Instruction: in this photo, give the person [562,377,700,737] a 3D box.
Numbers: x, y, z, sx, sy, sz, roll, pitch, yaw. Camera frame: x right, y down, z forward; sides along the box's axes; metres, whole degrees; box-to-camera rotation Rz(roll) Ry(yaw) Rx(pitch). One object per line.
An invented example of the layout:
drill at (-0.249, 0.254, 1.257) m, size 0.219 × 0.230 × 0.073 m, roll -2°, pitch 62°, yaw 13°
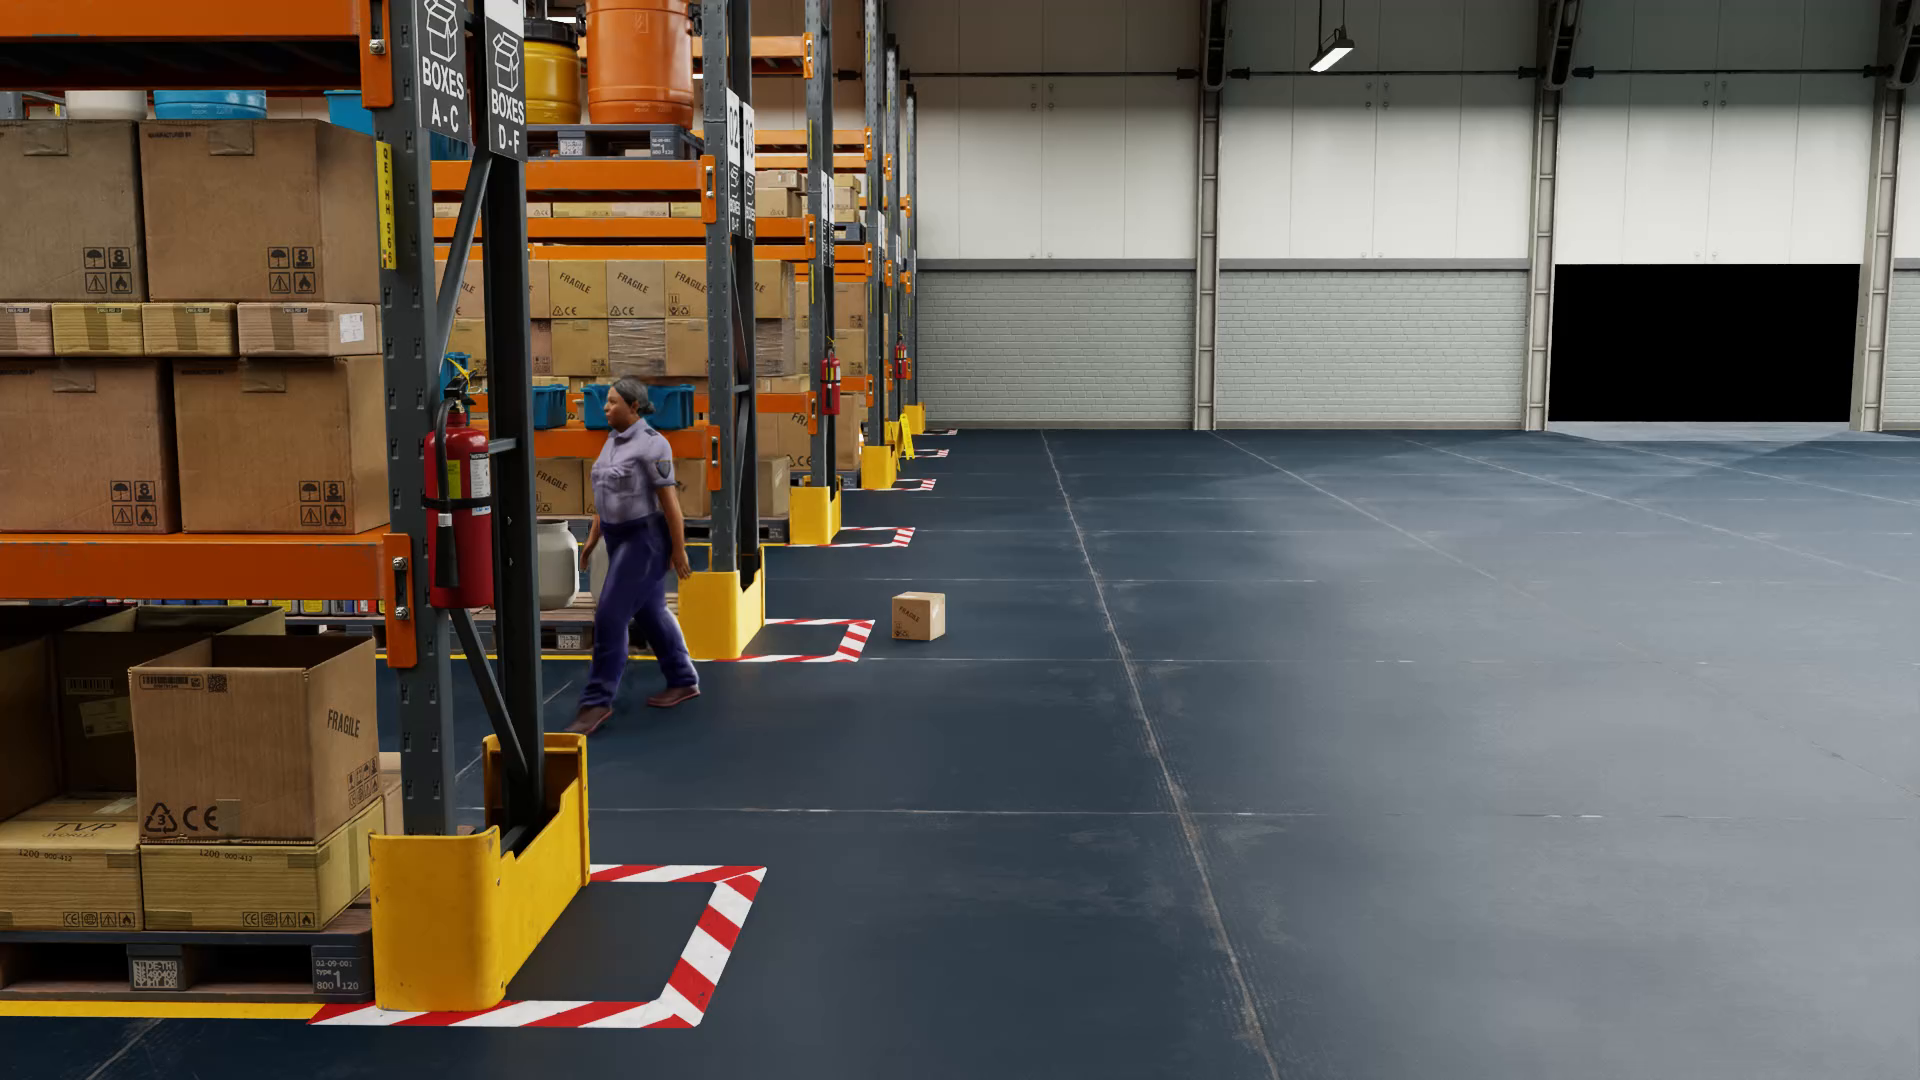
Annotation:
person at (-1.608, 0.058, 7.941) m, size 0.807 × 1.666 × 0.518 m, roll -5°, pitch 9°, yaw -35°
